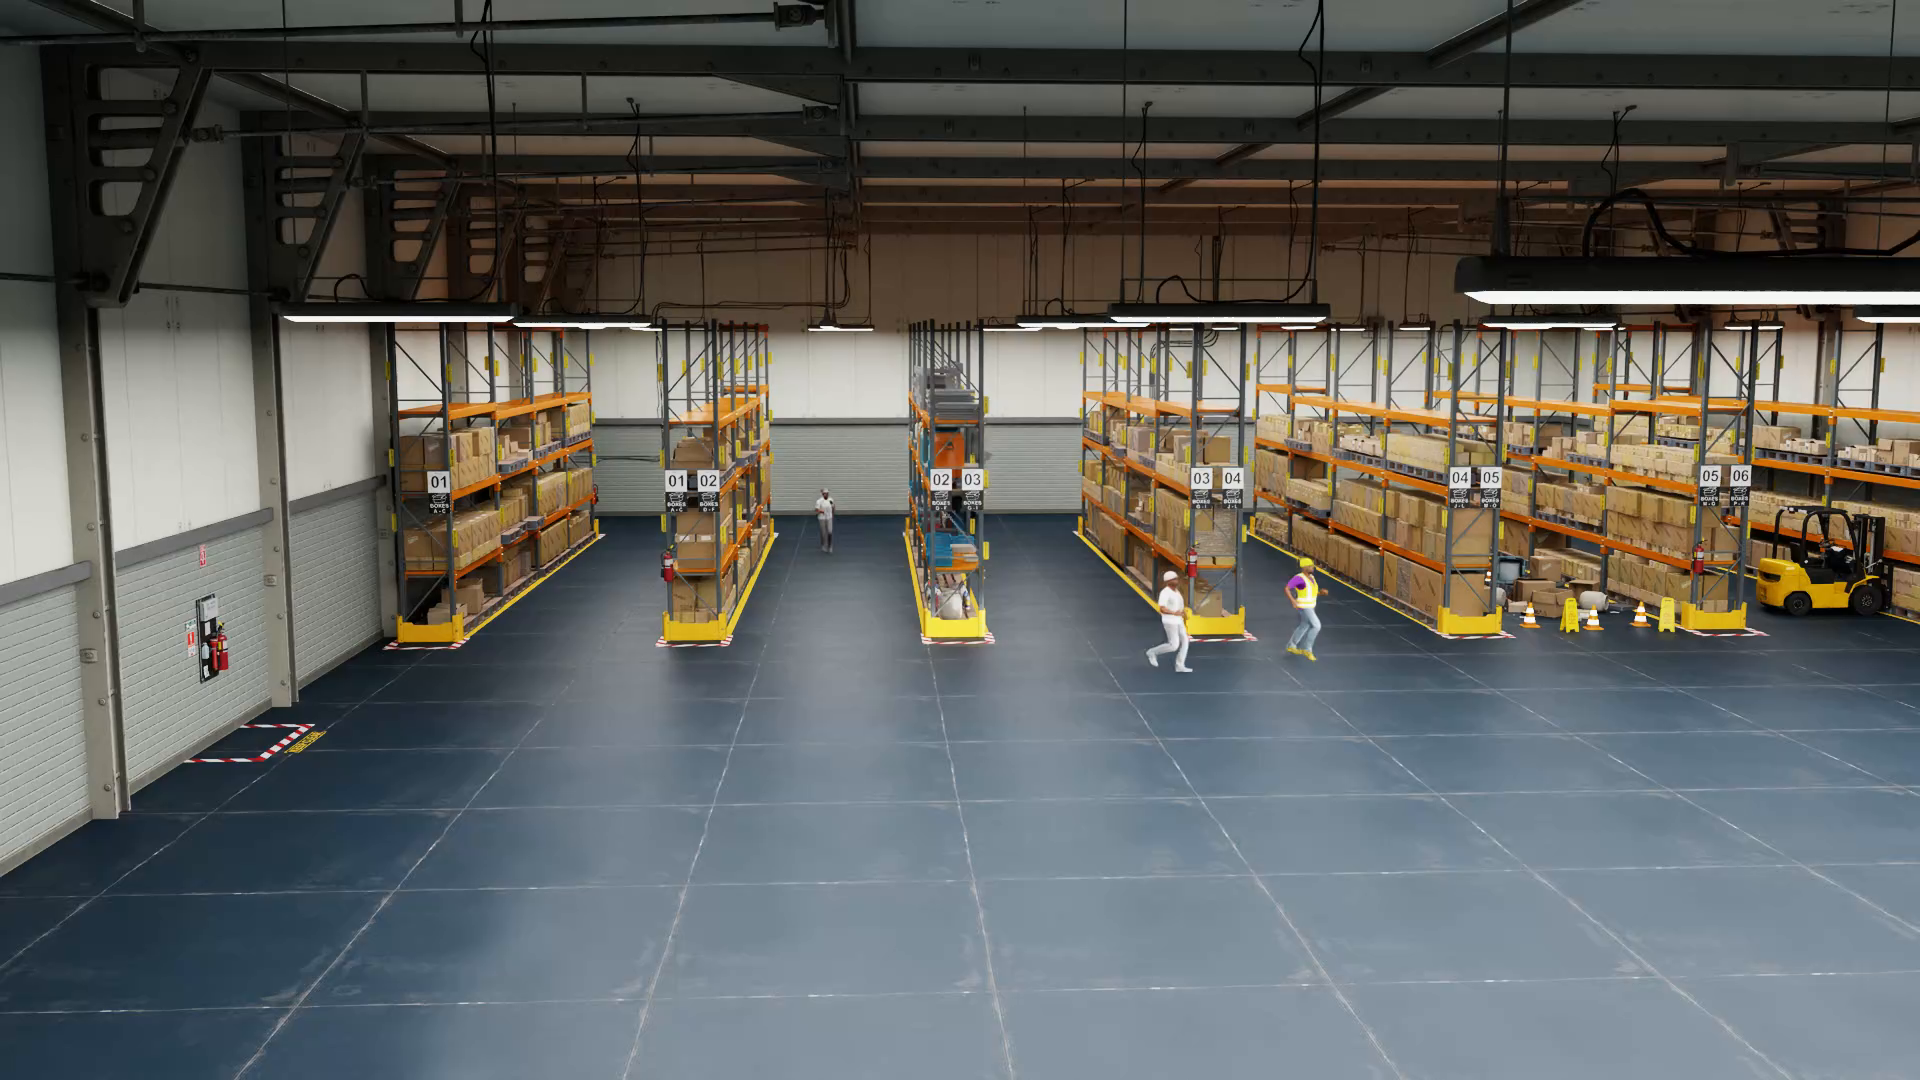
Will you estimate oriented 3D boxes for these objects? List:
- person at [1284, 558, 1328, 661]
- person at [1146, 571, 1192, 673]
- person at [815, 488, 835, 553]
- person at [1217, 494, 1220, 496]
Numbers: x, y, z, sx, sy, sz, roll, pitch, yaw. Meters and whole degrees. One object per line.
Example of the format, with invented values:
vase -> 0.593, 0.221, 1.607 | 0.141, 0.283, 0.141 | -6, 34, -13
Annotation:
person -> 6.123, 1.228, 29.395 | 0.752, 1.823, 0.674 | 4, 8, 30
person -> 3.583, 1.387, 28.232 | 0.795, 1.731, 0.712 | 4, 8, 27
person -> -3.549, -0.512, 43.849 | 0.563, 1.745, 0.736 | -2, 7, -13
person -> 7.357, -1.120, 48.485 | 0.849, 1.790, 0.715 | -4, 8, -31
